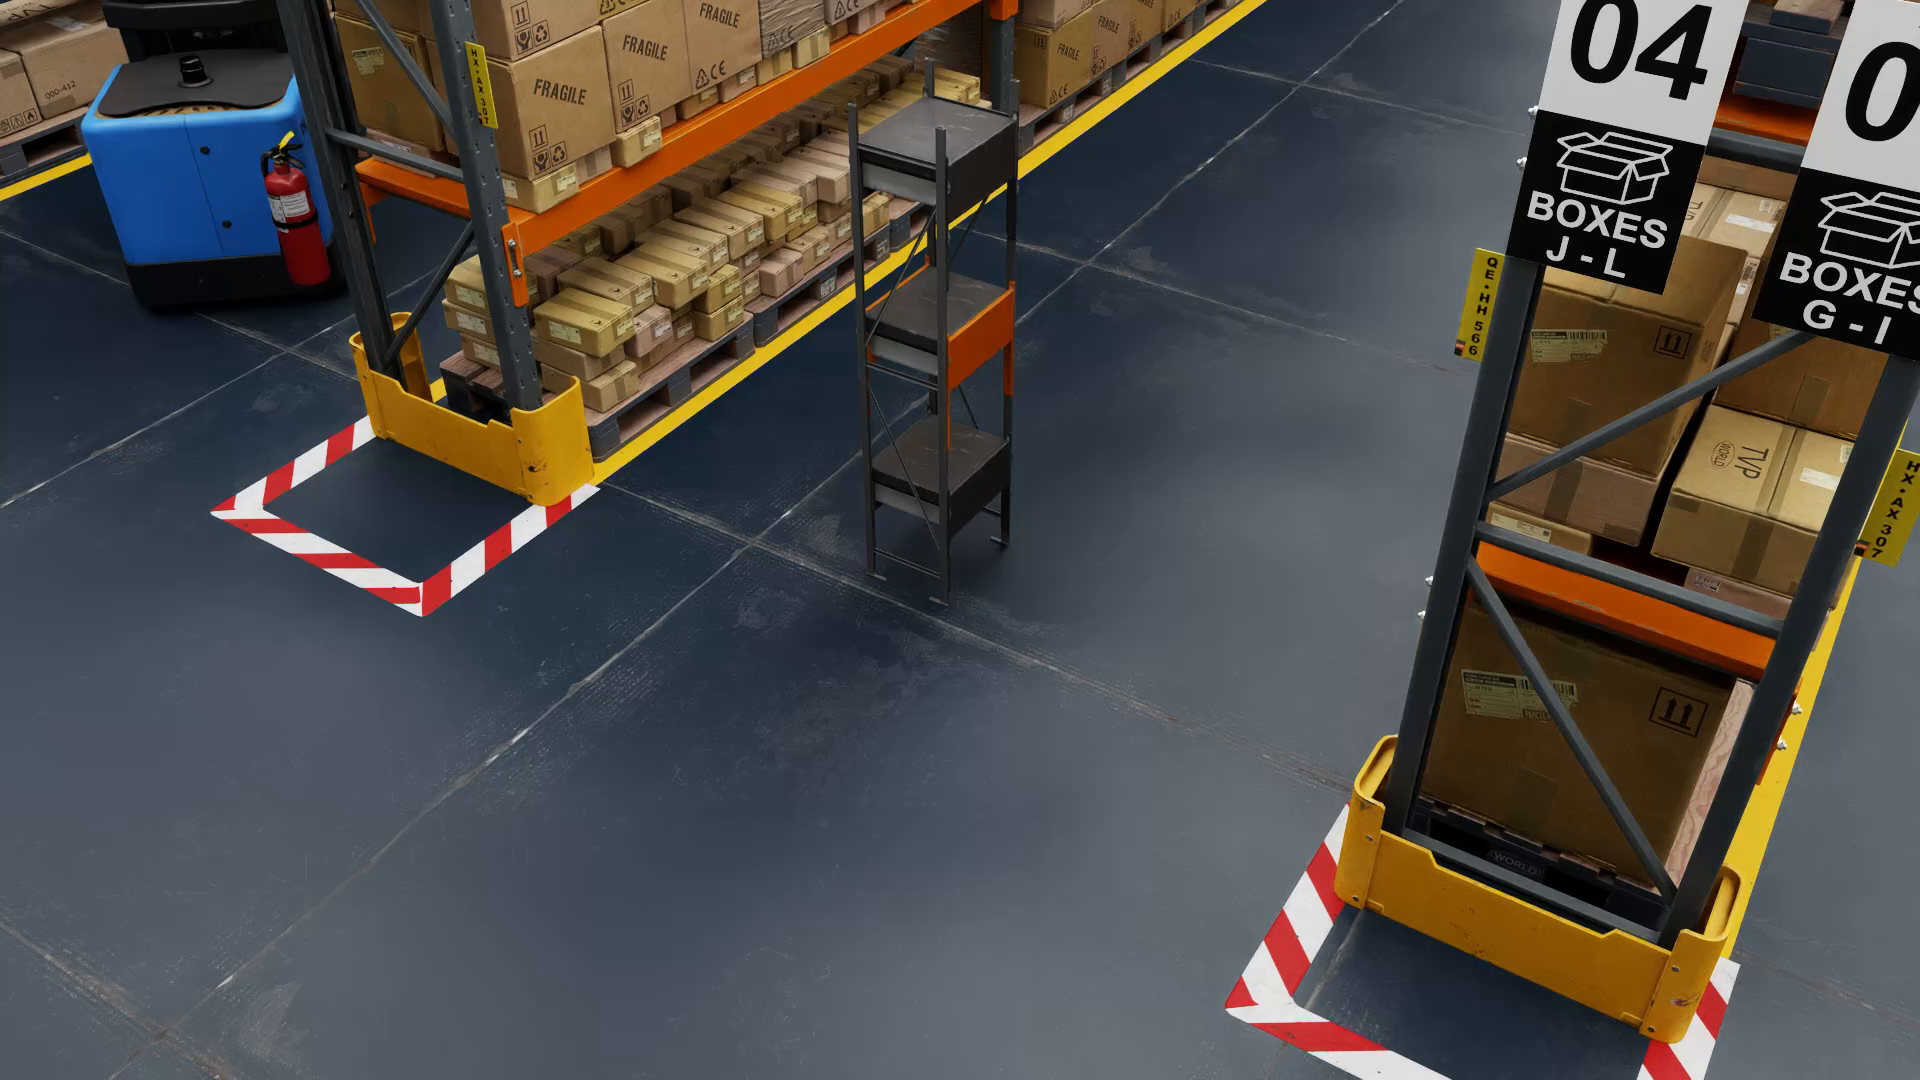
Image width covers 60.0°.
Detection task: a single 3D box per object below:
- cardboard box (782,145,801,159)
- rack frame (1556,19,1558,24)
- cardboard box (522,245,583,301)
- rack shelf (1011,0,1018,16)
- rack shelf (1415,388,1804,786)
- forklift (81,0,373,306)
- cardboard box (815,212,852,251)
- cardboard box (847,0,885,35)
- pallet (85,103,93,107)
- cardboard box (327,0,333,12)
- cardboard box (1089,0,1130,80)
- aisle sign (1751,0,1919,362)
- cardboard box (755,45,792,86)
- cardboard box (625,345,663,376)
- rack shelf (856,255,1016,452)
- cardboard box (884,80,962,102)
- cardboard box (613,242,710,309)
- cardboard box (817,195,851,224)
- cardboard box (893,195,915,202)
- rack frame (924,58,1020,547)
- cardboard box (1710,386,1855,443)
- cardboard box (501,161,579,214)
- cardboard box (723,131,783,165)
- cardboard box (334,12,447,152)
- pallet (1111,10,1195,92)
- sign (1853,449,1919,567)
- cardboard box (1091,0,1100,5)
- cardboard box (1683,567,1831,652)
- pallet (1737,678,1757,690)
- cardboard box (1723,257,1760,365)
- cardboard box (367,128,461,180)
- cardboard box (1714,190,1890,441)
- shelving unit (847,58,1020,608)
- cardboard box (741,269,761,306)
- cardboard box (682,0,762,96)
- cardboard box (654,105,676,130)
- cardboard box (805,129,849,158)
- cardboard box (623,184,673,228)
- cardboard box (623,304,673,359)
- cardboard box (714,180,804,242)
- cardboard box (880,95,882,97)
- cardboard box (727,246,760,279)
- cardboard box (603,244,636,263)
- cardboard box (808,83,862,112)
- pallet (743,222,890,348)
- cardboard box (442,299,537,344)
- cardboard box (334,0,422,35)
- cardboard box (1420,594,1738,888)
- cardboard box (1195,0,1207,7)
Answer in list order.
[{"bbox_3d":[-1.076,-2.127,9.300,0.380,0.149,0.250,23,43,27],"label":"cardboard box"},{"bbox_3d":[1.854,-2.263,2.816,1.000,3.000,0.127,21,42,25],"label":"rack frame"},{"bbox_3d":[-2.027,-1.301,7.985,0.380,0.149,0.250,22,43,26],"label":"cardboard box"},{"bbox_3d":[0.935,-4.370,11.051,1.077,0.370,4.000,21,42,25],"label":"rack shelf"},{"bbox_3d":[2.925,-0.634,6.204,1.077,0.370,4.000,21,42,25],"label":"rack shelf"},{"bbox_3d":[-4.075,-3.287,9.113,1.130,2.935,3.031,-6,38,-8],"label":"forklift"},{"bbox_3d":[-0.810,-1.702,8.992,0.380,0.149,0.250,22,43,26],"label":"cardboard box"},{"bbox_3d":[-0.611,-2.739,8.553,0.380,0.149,0.250,19,42,23],"label":"cardboard box"},{"bbox_3d":[-5.497,-3.089,11.084,1.003,0.211,1.213,21,42,25],"label":"pallet"},{"bbox_3d":[-4.798,-4.054,11.807,0.875,0.438,0.875,21,42,24],"label":"cardboard box"},{"bbox_3d":[0.765,-3.368,10.865,0.500,0.500,0.500,23,43,27],"label":"cardboard box"},{"bbox_3d":[2.069,-0.782,3.678,0.394,0.787,0.004,21,42,25],"label":"aisle sign"},{"bbox_3d":[-1.037,-2.343,8.038,0.380,0.149,0.250,23,43,27],"label":"cardboard box"},{"bbox_3d":[-1.658,-0.926,7.986,0.380,0.149,0.250,21,42,25],"label":"cardboard box"},{"bbox_3d":[-0.089,-0.735,6.507,0.431,0.518,0.480,21,42,25],"label":"rack shelf"},{"bbox_3d":[-0.211,-2.484,9.519,0.380,0.149,0.250,22,43,26],"label":"cardboard box"},{"bbox_3d":[-1.423,-1.263,7.936,0.380,0.149,0.250,21,42,25],"label":"cardboard box"},{"bbox_3d":[-0.798,-1.859,8.952,0.380,0.149,0.250,19,42,23],"label":"cardboard box"},{"bbox_3d":[-0.356,-2.084,9.487,0.380,0.149,0.250,20,42,24],"label":"cardboard box"},{"bbox_3d":[0.042,-0.872,6.661,0.400,2.100,0.015,21,42,25],"label":"rack frame"},{"bbox_3d":[2.612,-0.375,5.159,0.500,0.250,0.500,21,42,25],"label":"cardboard box"},{"bbox_3d":[-1.830,-1.522,6.974,0.380,0.149,0.250,21,42,25],"label":"cardboard box"},{"bbox_3d":[-1.190,-2.104,9.026,0.380,0.149,0.250,19,42,23],"label":"cardboard box"},{"bbox_3d":[-2.257,-2.035,7.108,0.500,0.500,0.500,22,43,26],"label":"cardboard box"},{"bbox_3d":[0.932,-3.553,11.686,1.003,0.211,1.213,21,42,25],"label":"pallet"},{"bbox_3d":[2.319,-0.077,4.119,0.100,0.325,0.005,21,42,25],"label":"sign"},{"bbox_3d":[0.765,-3.667,10.640,0.500,0.250,0.500,22,43,26],"label":"cardboard box"},{"bbox_3d":[2.323,0.137,4.821,0.380,0.149,0.250,22,43,26],"label":"cardboard box"},{"bbox_3d":[2.871,0.153,6.879,1.003,0.211,1.213,21,42,25],"label":"pallet"},{"bbox_3d":[2.434,-0.806,5.718,0.500,0.250,0.500,20,42,24],"label":"cardboard box"},{"bbox_3d":[-2.344,-1.723,7.234,0.380,0.149,0.250,21,42,25],"label":"cardboard box"},{"bbox_3d":[2.607,-0.660,4.914,0.500,0.500,0.500,20,42,24],"label":"cardboard box"},{"bbox_3d":[-0.089,-0.746,6.498,0.431,2.100,0.503,21,42,25],"label":"shelving unit"},{"bbox_3d":[-1.245,-1.315,8.490,0.380,0.149,0.250,21,42,25],"label":"cardboard box"},{"bbox_3d":[-1.268,-2.393,7.572,0.500,0.500,0.500,22,43,26],"label":"cardboard box"},{"bbox_3d":[-1.516,-1.967,7.550,0.380,0.149,0.250,23,43,27],"label":"cardboard box"},{"bbox_3d":[-0.611,-2.075,8.989,0.380,0.149,0.250,19,42,23],"label":"cardboard box"},{"bbox_3d":[-1.707,-1.746,8.562,0.380,0.149,0.250,23,43,27],"label":"cardboard box"},{"bbox_3d":[-1.588,-1.026,7.871,0.380,0.149,0.250,21,42,25],"label":"cardboard box"},{"bbox_3d":[-1.024,-1.679,8.475,0.380,0.149,0.250,22,43,26],"label":"cardboard box"},{"bbox_3d":[-0.601,-2.697,10.039,0.380,0.149,0.250,23,43,27],"label":"cardboard box"},{"bbox_3d":[-1.241,-1.446,8.416,0.380,0.149,0.250,19,42,23],"label":"cardboard box"},{"bbox_3d":[-1.730,-1.456,8.429,0.380,0.149,0.250,21,42,25],"label":"cardboard box"},{"bbox_3d":[-0.788,-2.518,9.563,0.380,0.149,0.250,21,42,25],"label":"cardboard box"},{"bbox_3d":[-1.120,-1.530,9.062,1.003,0.211,1.213,21,42,25],"label":"pallet"},{"bbox_3d":[-2.238,-1.083,7.945,0.380,0.149,0.250,20,42,24],"label":"cardboard box"},{"bbox_3d":[-2.245,-2.433,6.804,0.500,0.500,0.500,20,42,24],"label":"cardboard box"},{"bbox_3d":[2.129,0.432,5.630,0.875,0.875,0.875,21,42,25],"label":"cardboard box"},{"bbox_3d":[1.593,-4.171,11.908,0.500,0.500,0.500,23,43,27],"label":"cardboard box"}]
